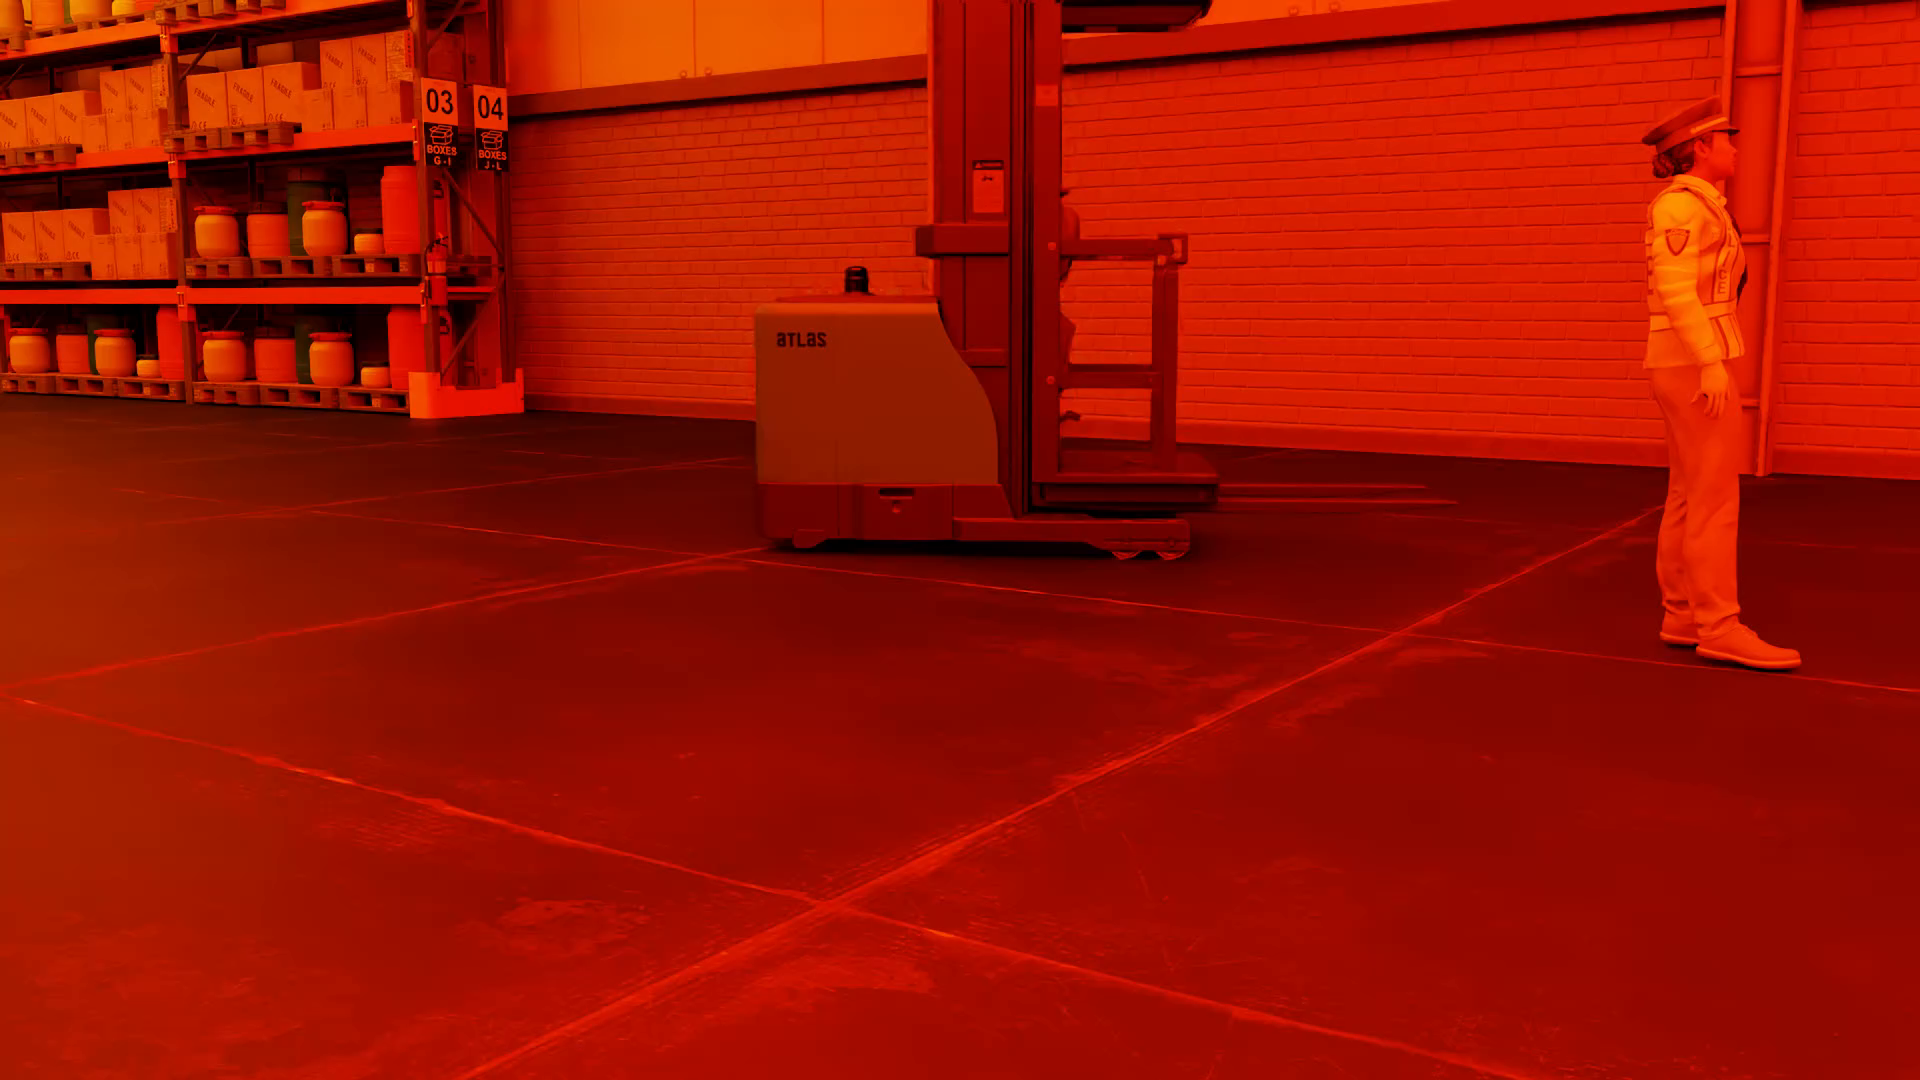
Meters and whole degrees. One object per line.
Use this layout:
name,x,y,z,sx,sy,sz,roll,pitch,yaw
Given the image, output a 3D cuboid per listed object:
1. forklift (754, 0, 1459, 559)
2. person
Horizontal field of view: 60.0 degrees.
forklift,0.646,-1.447,7.368,3.031,2.935,1.130,1,8,4
person,2.326,-0.505,5.084,0.533,1.695,0.586,4,9,25
